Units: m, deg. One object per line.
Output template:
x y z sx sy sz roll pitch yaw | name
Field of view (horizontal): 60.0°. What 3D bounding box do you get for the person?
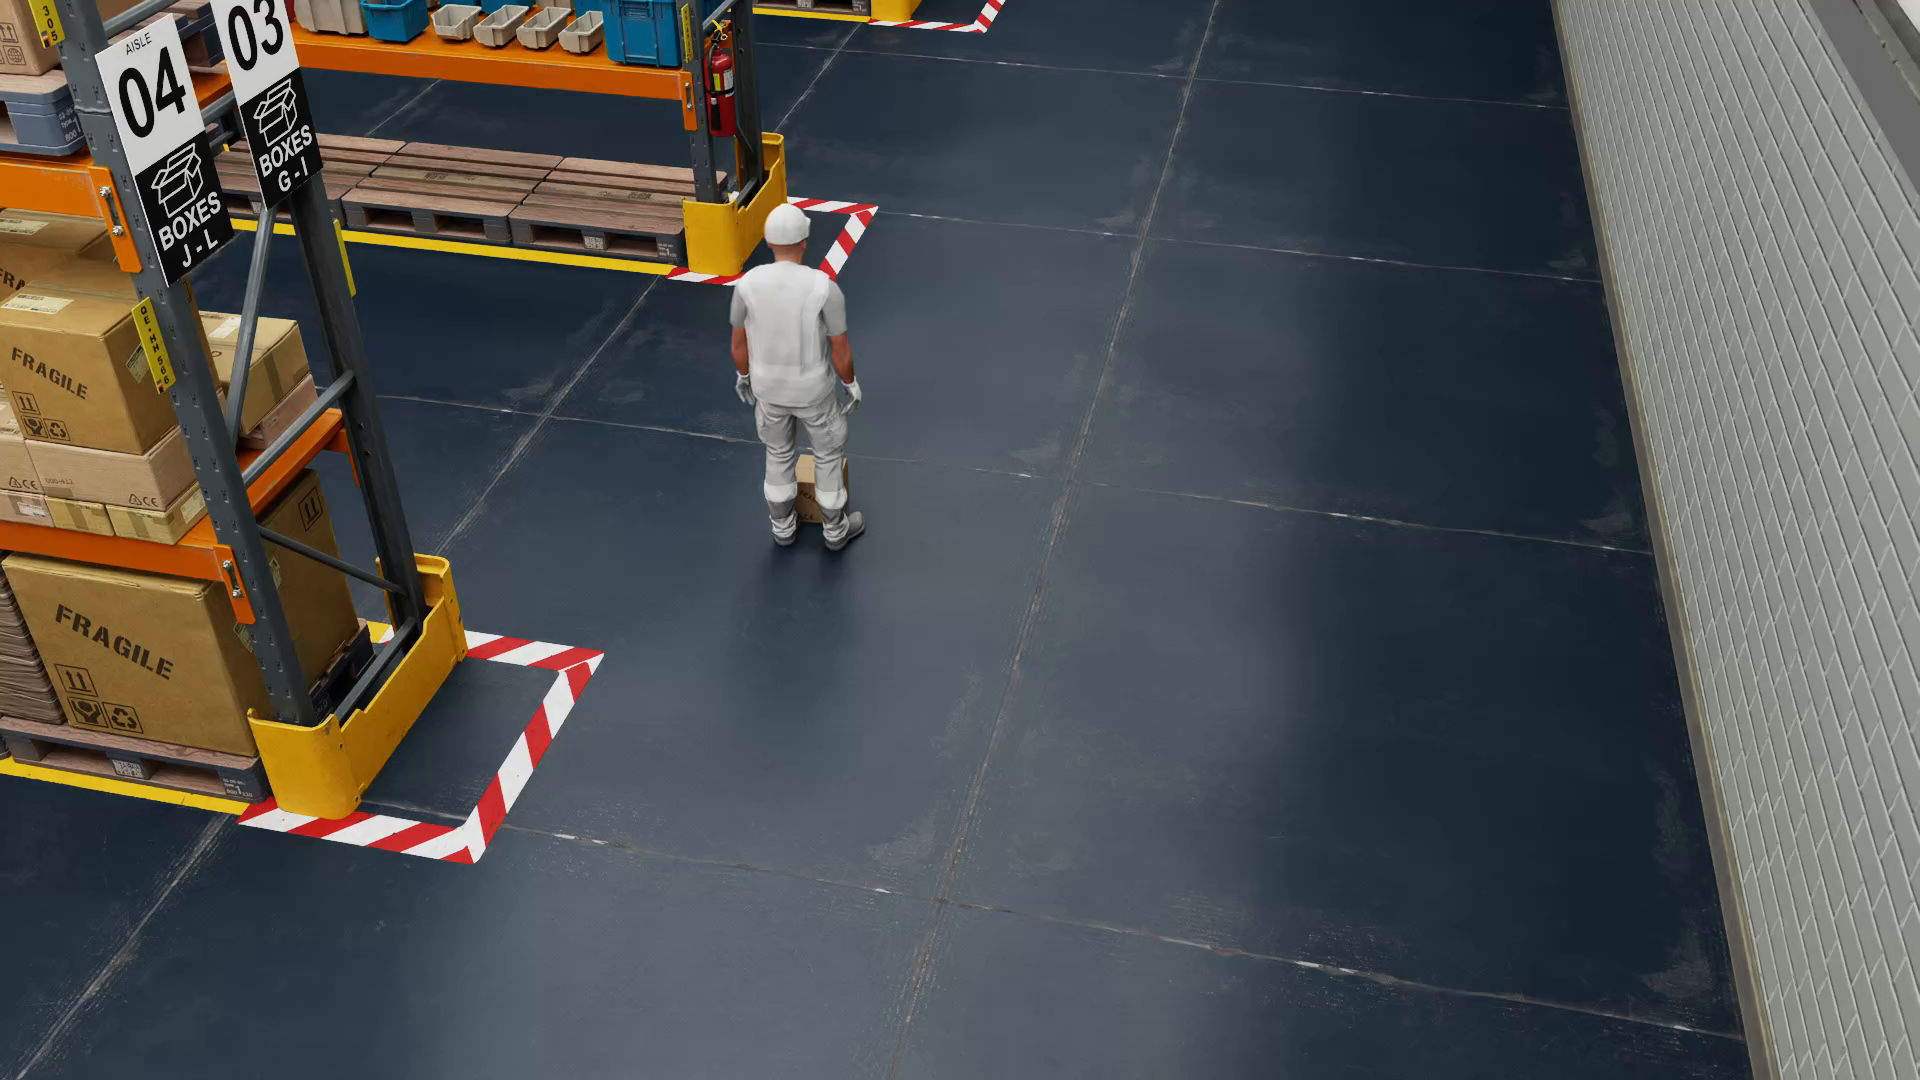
-0.777 -0.749 7.975 0.617 1.778 0.456 7 37 9 | person
